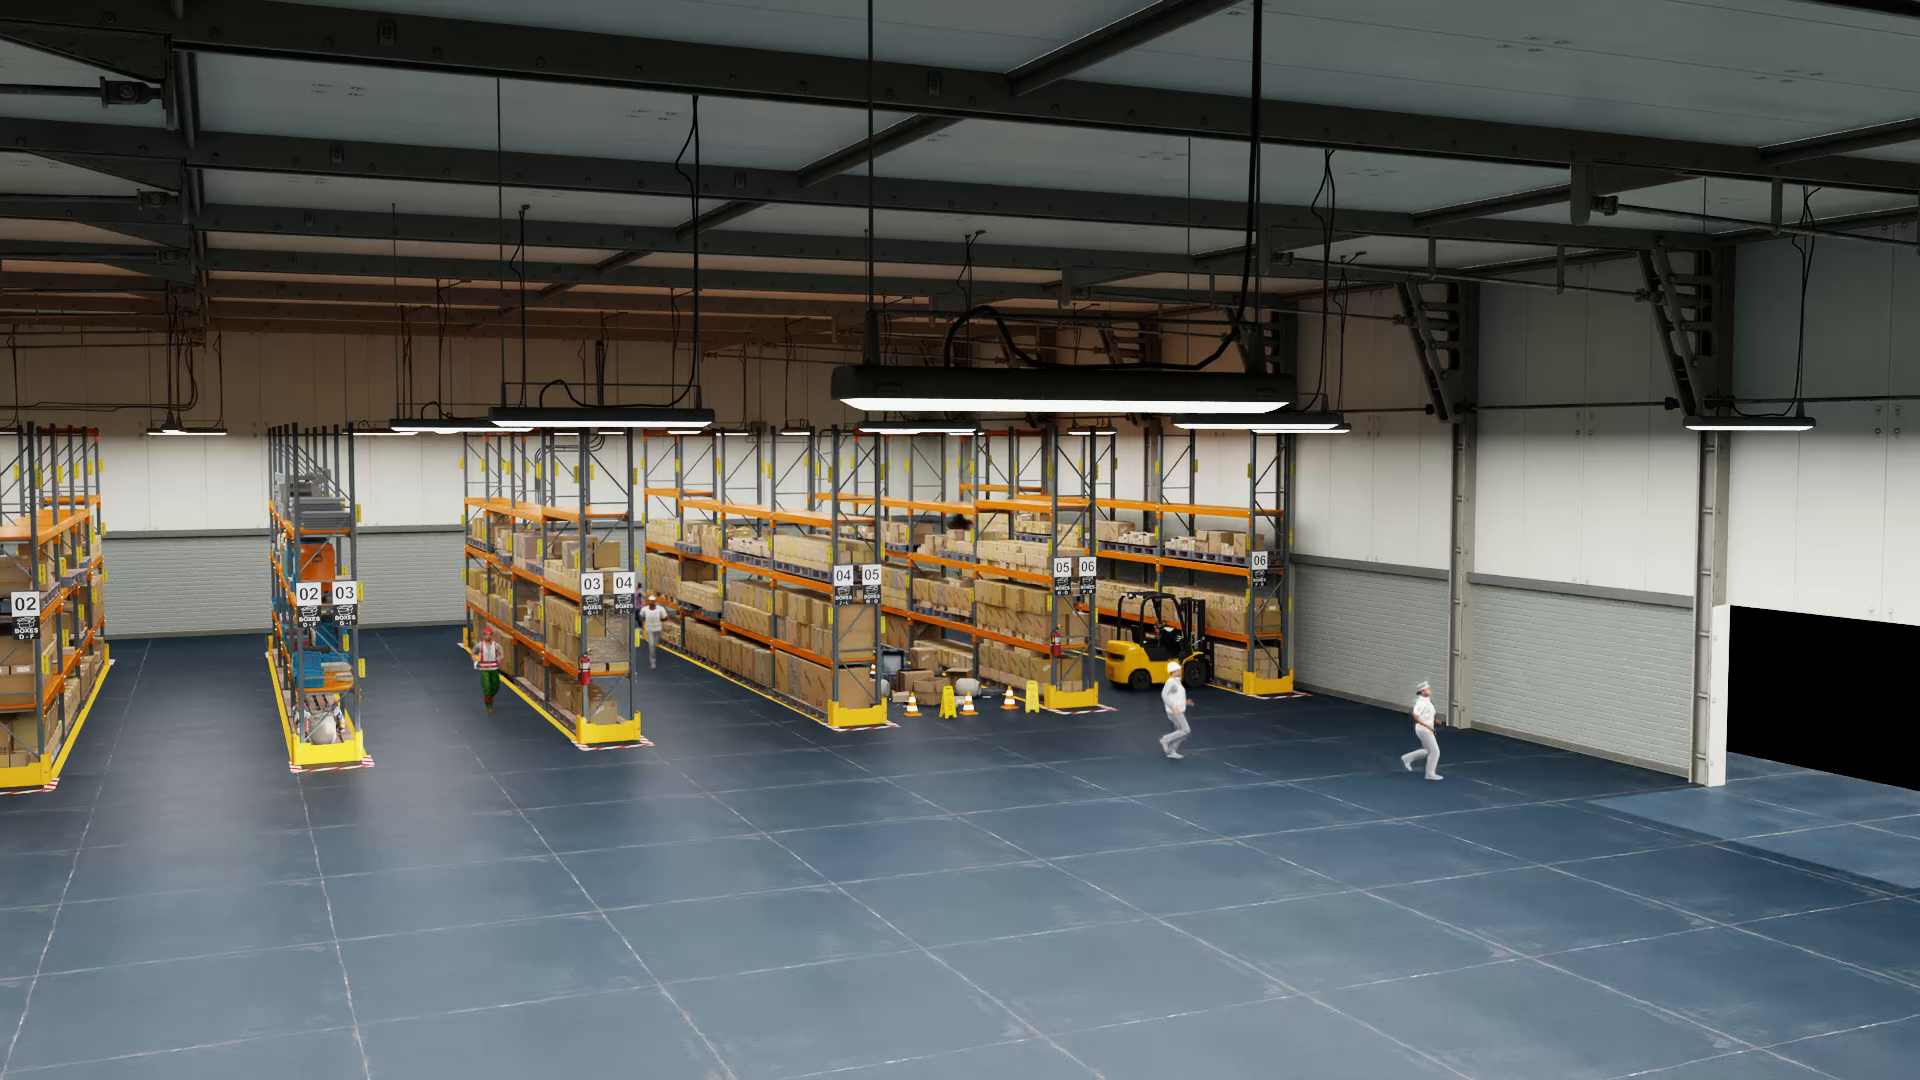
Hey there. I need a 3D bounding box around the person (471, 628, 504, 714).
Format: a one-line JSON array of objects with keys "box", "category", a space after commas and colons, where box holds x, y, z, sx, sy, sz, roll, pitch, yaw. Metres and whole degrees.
[{"box": [-9.851, 2.721, 34.753, 0.669, 1.760, 0.830, -2, 4, -25], "category": "person"}]

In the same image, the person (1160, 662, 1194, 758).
[{"box": [3.882, 3.043, 29.704, 0.578, 1.726, 0.665, 1, 4, 18], "category": "person"}]

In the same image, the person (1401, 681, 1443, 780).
[{"box": [7.770, 3.185, 27.925, 0.681, 1.655, 0.581, 1, 4, 22], "category": "person"}]

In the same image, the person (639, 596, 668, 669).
[{"box": [-7.686, 2.283, 41.787, 0.676, 1.794, 0.909, -1, 4, -19], "category": "person"}]

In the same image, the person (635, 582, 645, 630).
[{"box": [-9.615, 1.976, 48.924, 0.746, 1.542, 0.678, -1, 4, -19], "category": "person"}]
